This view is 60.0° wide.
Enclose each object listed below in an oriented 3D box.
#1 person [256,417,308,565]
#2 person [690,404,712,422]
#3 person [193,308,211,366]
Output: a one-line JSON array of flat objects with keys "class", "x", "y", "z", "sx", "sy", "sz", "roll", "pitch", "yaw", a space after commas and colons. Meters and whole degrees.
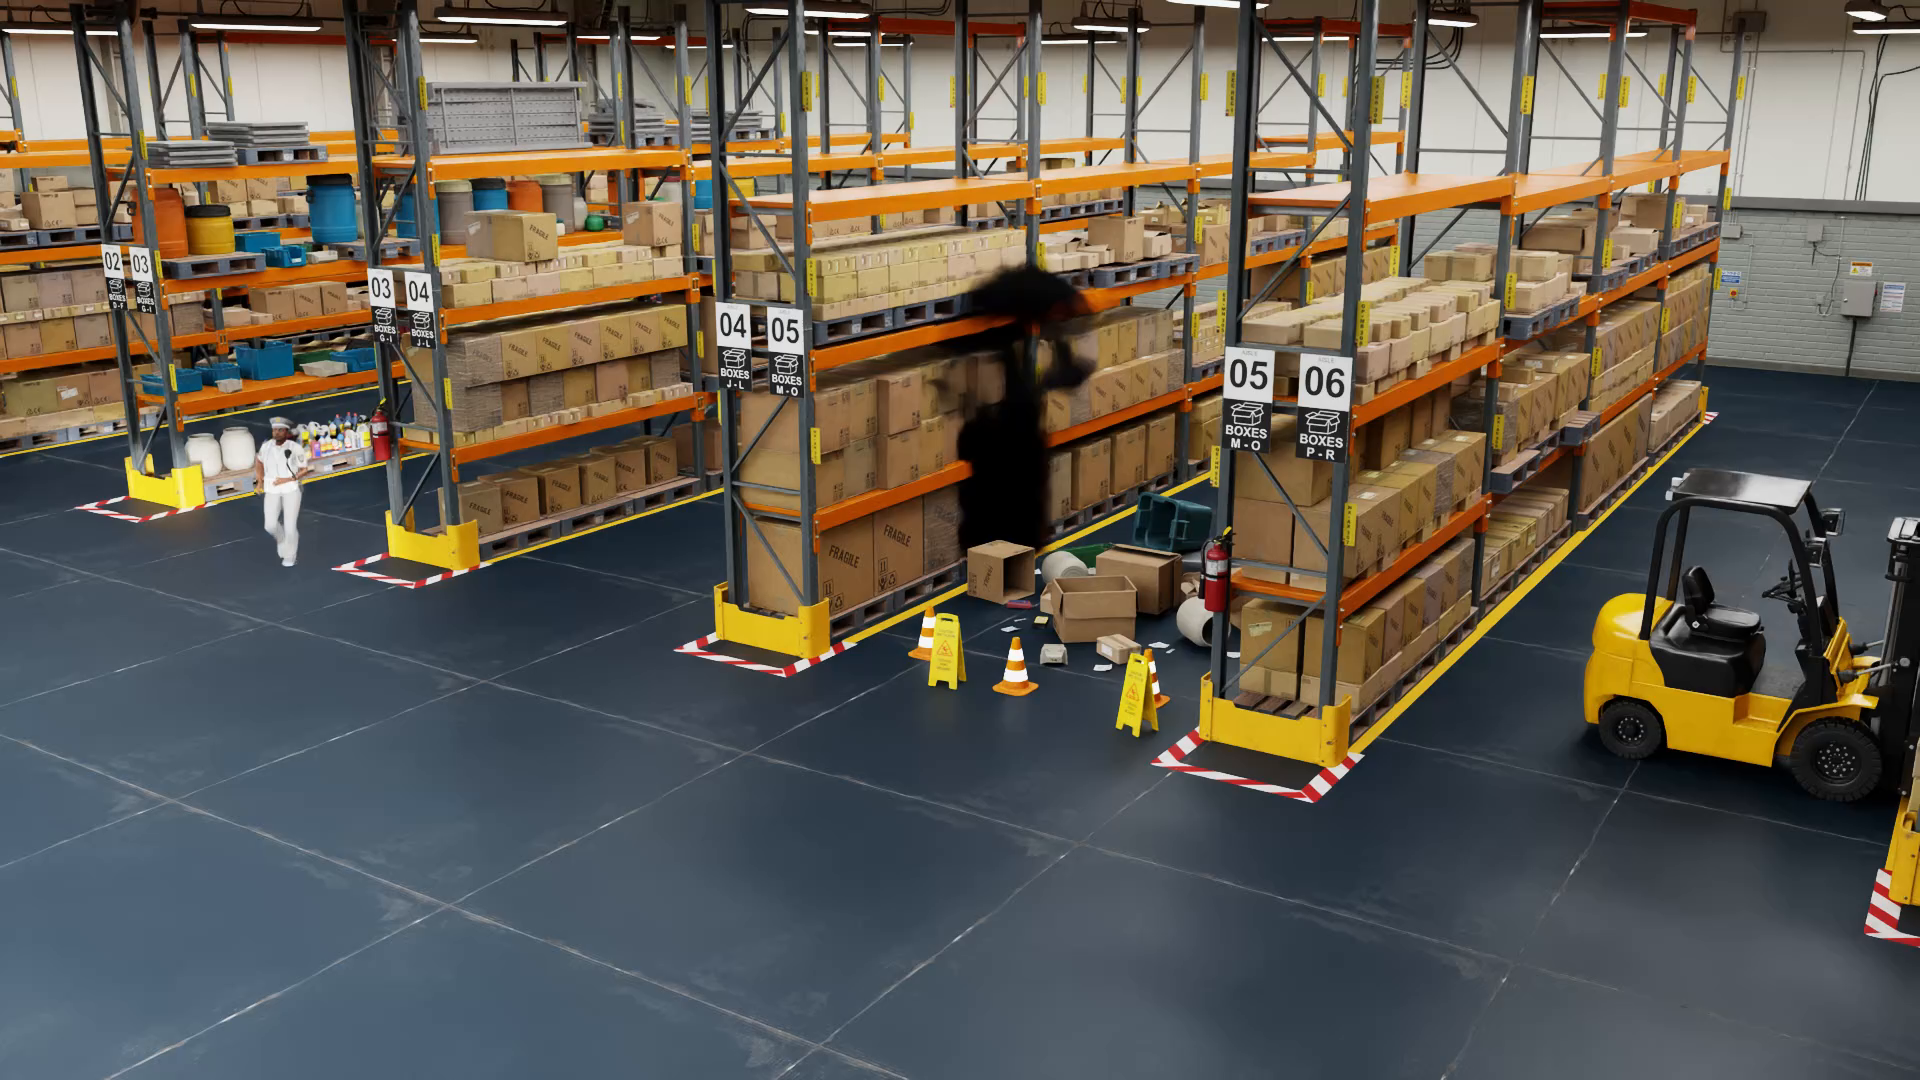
[{"class": "person", "x": -7.349, "y": -0.521, "z": 18.021, "sx": 0.575, "sy": 1.655, "sz": 0.534, "roll": -3, "pitch": 16, "yaw": -9}, {"class": "person", "x": -4.108, "y": -2.700, "z": 25.847, "sx": 0.550, "sy": 1.722, "sz": 0.762, "roll": 7, "pitch": 17, "yaw": 24}, {"class": "person", "x": -12.961, "y": -3.397, "z": 28.433, "sx": 0.543, "sy": 1.589, "sz": 0.813, "roll": 11, "pitch": 19, "yaw": 36}]
